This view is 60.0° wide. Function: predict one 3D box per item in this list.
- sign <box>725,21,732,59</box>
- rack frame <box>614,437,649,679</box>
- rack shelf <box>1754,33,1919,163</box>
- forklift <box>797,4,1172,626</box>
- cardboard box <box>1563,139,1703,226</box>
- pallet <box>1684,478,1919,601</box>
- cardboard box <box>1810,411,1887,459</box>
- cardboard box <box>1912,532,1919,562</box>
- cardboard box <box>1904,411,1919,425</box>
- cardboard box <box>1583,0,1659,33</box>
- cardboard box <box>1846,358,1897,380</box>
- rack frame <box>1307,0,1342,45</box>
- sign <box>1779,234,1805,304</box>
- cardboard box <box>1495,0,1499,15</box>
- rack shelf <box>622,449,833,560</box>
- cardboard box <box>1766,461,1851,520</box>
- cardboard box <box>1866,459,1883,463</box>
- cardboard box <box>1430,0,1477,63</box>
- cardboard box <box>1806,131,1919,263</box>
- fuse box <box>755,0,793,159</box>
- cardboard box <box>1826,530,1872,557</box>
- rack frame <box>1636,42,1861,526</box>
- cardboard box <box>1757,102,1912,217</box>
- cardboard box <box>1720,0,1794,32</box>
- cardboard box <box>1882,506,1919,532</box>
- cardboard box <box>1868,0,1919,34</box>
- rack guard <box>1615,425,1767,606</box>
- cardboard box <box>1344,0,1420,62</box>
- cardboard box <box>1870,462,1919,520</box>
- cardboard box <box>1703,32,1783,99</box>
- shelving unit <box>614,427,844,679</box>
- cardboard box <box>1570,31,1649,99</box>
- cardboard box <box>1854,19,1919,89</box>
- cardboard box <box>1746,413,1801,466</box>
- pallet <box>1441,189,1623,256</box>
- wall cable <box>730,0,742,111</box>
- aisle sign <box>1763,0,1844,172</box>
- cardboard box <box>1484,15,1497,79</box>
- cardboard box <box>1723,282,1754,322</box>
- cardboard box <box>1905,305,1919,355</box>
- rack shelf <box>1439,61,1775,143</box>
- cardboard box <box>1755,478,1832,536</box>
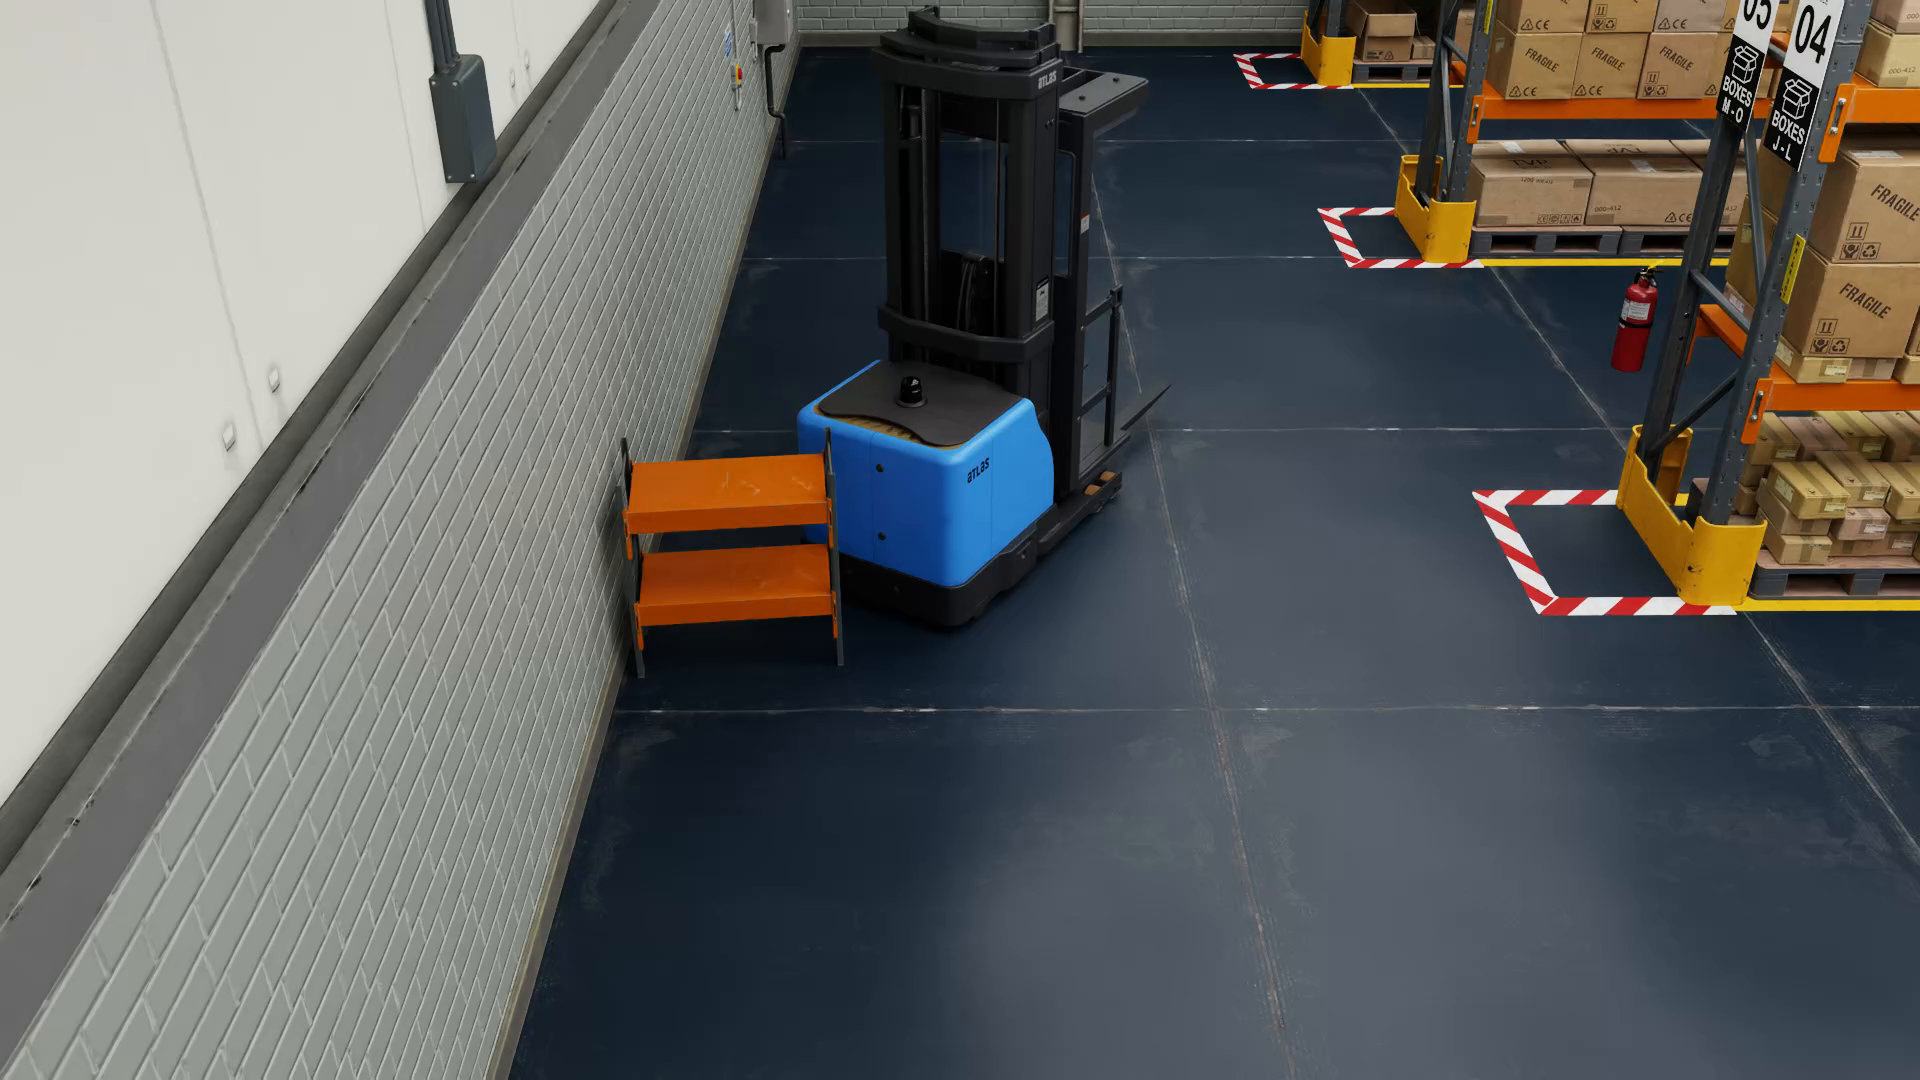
[{"bbox_3d":[-1.790,-3.856,12.843,0.001,0.218,0.327,0,31,0],"label":"sign"},{"bbox_3d":[-1.654,0.096,8.397,0.032,1.125,0.500,-3,31,-5],"label":"rack frame"},{"bbox_3d":[6.041,-2.209,8.191,4.000,0.370,1.077,0,31,0],"label":"rack shelf"},{"bbox_3d":[0.323,-1.529,9.334,1.130,2.935,3.031,17,35,26],"label":"forklift"},{"bbox_3d":[5.484,-2.941,13.660,0.875,0.438,0.875,1,31,1],"label":"cardboard box"},{"bbox_3d":[4.929,-0.021,9.470,1.213,0.211,1.003,0,31,0],"label":"pallet"},{"bbox_3d":[5.078,-0.614,9.530,0.250,0.149,0.380,-1,31,-1],"label":"cardboard box"},{"bbox_3d":[5.332,-0.016,9.118,0.250,0.149,0.380,0,31,0],"label":"cardboard box"},{"bbox_3d":[5.606,-0.612,9.526,0.250,0.149,0.380,1,31,2],"label":"cardboard box"},{"bbox_3d":[4.908,-4.125,12.486,0.500,0.500,0.500,-1,31,-2],"label":"cardboard box"},{"bbox_3d":[4.621,-0.974,8.595,0.250,0.149,0.380,1,31,1],"label":"cardboard box"},{"bbox_3d":[3.876,-6.370,17.247,0.127,3.000,1.000,0,31,0],"label":"rack frame"},{"bbox_3d":[4.044,-1.317,8.083,0.005,0.325,0.100,0,31,0],"label":"sign"},{"bbox_3d":[4.390,-4.391,12.924,0.500,0.500,0.500,1,31,1],"label":"cardboard box"},{"bbox_3d":[-1.149,-0.183,8.293,1.000,0.278,0.538,-3,31,-5],"label":"rack shelf"},{"bbox_3d":[4.567,-0.269,8.960,0.250,0.149,0.380,-2,31,-3],"label":"cardboard box"},{"bbox_3d":[5.086,-0.468,9.576,0.250,0.149,0.380,-1,31,-2],"label":"cardboard box"},{"bbox_3d":[5.343,-5.416,17.680,0.500,0.500,0.700,1,31,2],"label":"cardboard box"},{"bbox_3d":[4.491,-1.689,8.185,0.500,0.500,0.500,0,31,-1],"label":"cardboard box"},{"bbox_3d":[-1.596,-4.305,15.085,0.414,1.711,0.539,0,31,0],"label":"fuse box"},{"bbox_3d":[4.828,-0.068,9.203,0.250,0.149,0.380,0,31,0],"label":"cardboard box"},{"bbox_3d":[4.041,-1.228,8.772,0.127,3.000,1.000,0,31,0],"label":"rack frame"},{"bbox_3d":[4.497,-1.956,8.625,0.500,0.500,0.500,-1,31,-1],"label":"cardboard box"},{"bbox_3d":[5.922,-4.133,12.498,0.500,0.500,0.500,0,31,0],"label":"cardboard box"},{"bbox_3d":[5.084,-0.203,9.139,0.250,0.149,0.380,0,31,0],"label":"cardboard box"},{"bbox_3d":[4.491,-2.527,7.683,0.500,0.250,0.500,0,31,0],"label":"cardboard box"},{"bbox_3d":[4.117,-0.160,9.421,0.348,0.500,1.175,0,31,0],"label":"rack guard"},{"bbox_3d":[4.488,-5.435,17.708,0.637,0.503,0.797,-1,31,-2],"label":"cardboard box"},{"bbox_3d":[5.094,-0.266,8.956,0.250,0.149,0.380,0,31,0],"label":"cardboard box"},{"bbox_3d":[5.907,-3.710,12.765,0.500,0.500,0.500,1,31,1],"label":"cardboard box"},{"bbox_3d":[-1.149,0.067,8.445,1.048,1.125,0.538,-3,31,-5],"label":"shelving unit"},{"bbox_3d":[4.897,-3.707,12.761,0.500,0.500,0.500,-1,31,-1],"label":"cardboard box"},{"bbox_3d":[4.491,-2.315,7.817,0.500,0.250,0.500,1,31,1],"label":"cardboard box"},{"bbox_3d":[4.568,-0.577,9.468,0.250,0.149,0.380,0,31,0],"label":"cardboard box"},{"bbox_3d":[4.709,-2.647,13.798,1.213,0.211,1.003,0,31,0],"label":"pallet"},{"bbox_3d":[-1.729,-4.214,12.683,0.123,1.953,0.585,0,31,0],"label":"wall cable"},{"bbox_3d":[3.969,-2.184,7.841,0.004,0.787,0.394,0,31,0],"label":"aisle sign"},{"bbox_3d":[4.390,-3.977,13.206,0.500,0.500,0.500,0,31,0],"label":"cardboard box"},{"bbox_3d":[4.365,-1.269,9.080,0.250,0.149,0.380,0,31,0],"label":"cardboard box"},{"bbox_3d":[5.026,-1.271,8.459,0.500,0.500,0.500,0,31,0],"label":"cardboard box"},{"bbox_3d":[5.910,-3.494,13.200,4.000,0.370,1.077,0,31,0],"label":"rack shelf"},{"bbox_3d":[4.566,-0.185,9.109,0.250,0.149,0.380,1,31,2],"label":"cardboard box"}]
